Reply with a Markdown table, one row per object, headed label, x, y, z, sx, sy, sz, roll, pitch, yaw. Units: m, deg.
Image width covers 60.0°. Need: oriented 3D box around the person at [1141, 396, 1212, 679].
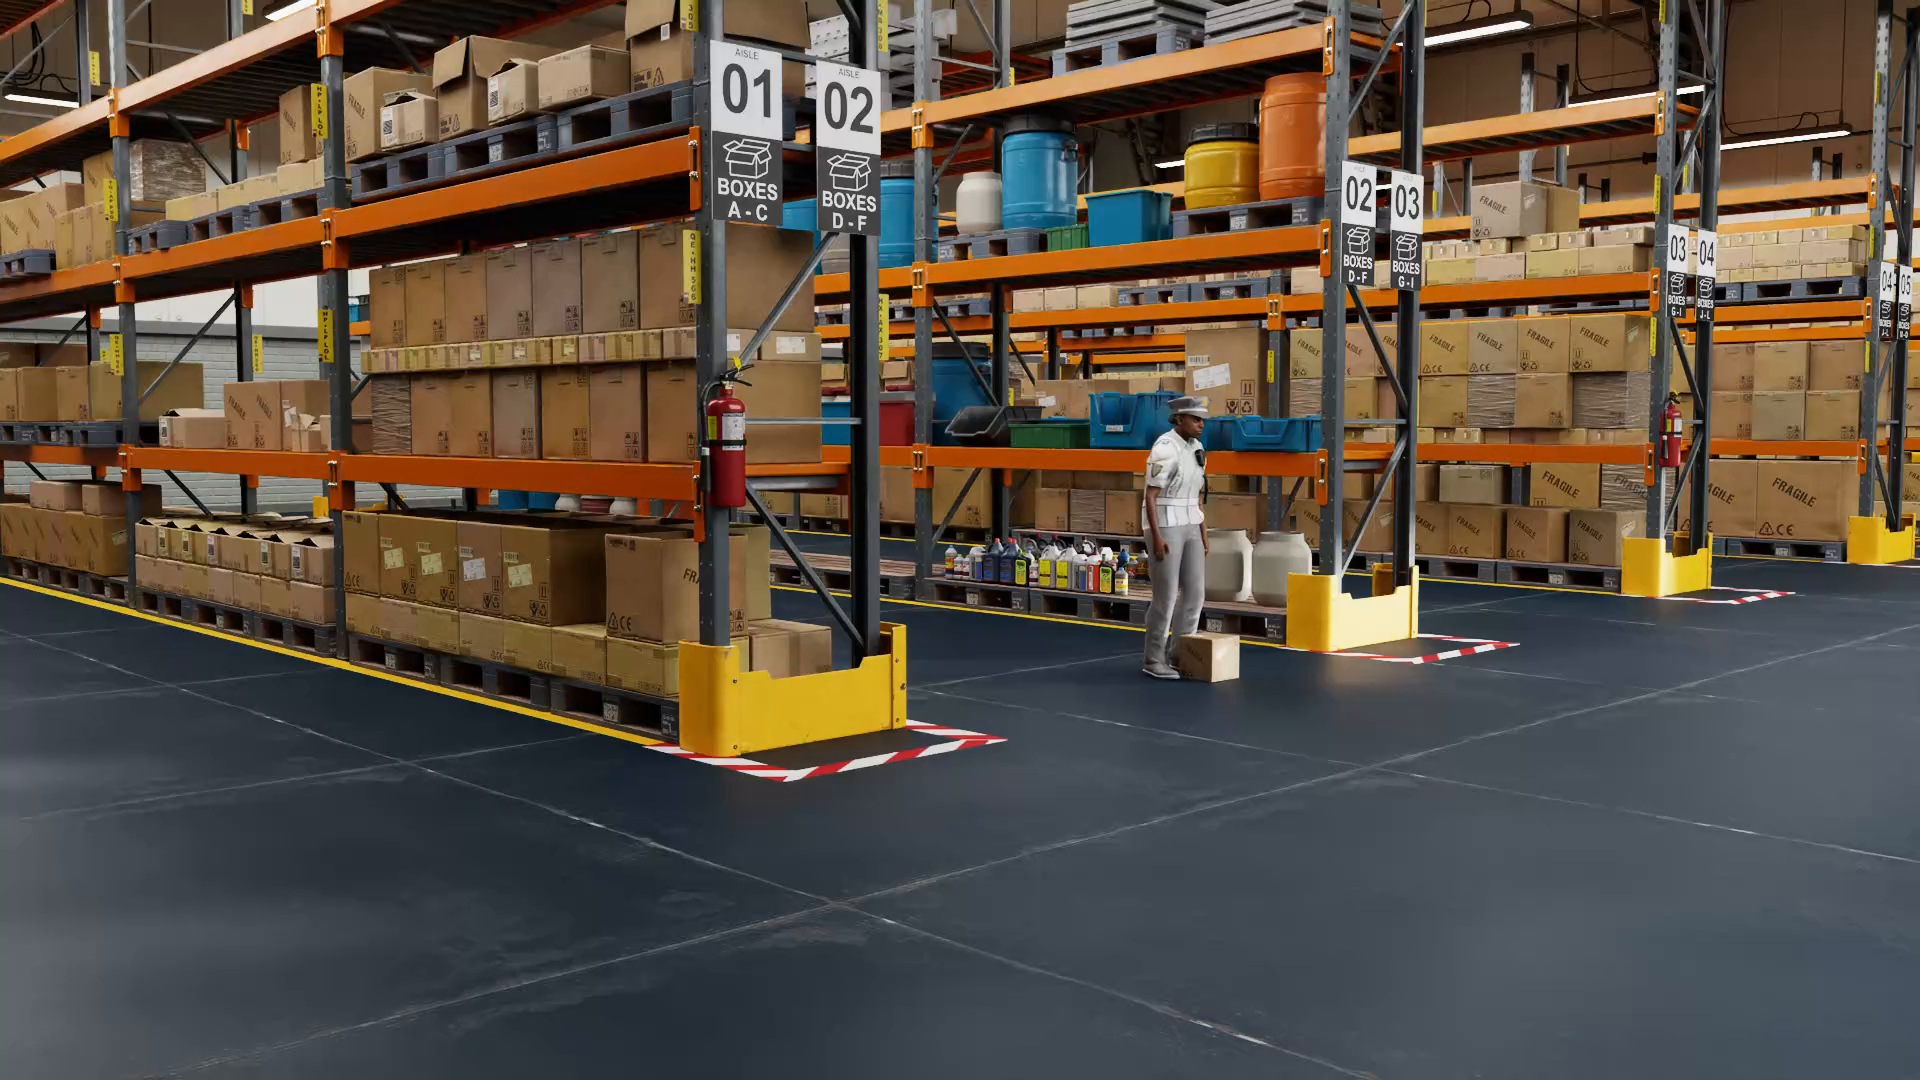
| label | x | y | z | sx | sy | sz | roll | pitch | yaw |
| --- | --- | --- | --- | --- | --- | --- | --- | --- | --- |
| person | 1.292 | -0.025 | 9.903 | 0.499 | 1.659 | 0.393 | -4 | 6 | -43 |
